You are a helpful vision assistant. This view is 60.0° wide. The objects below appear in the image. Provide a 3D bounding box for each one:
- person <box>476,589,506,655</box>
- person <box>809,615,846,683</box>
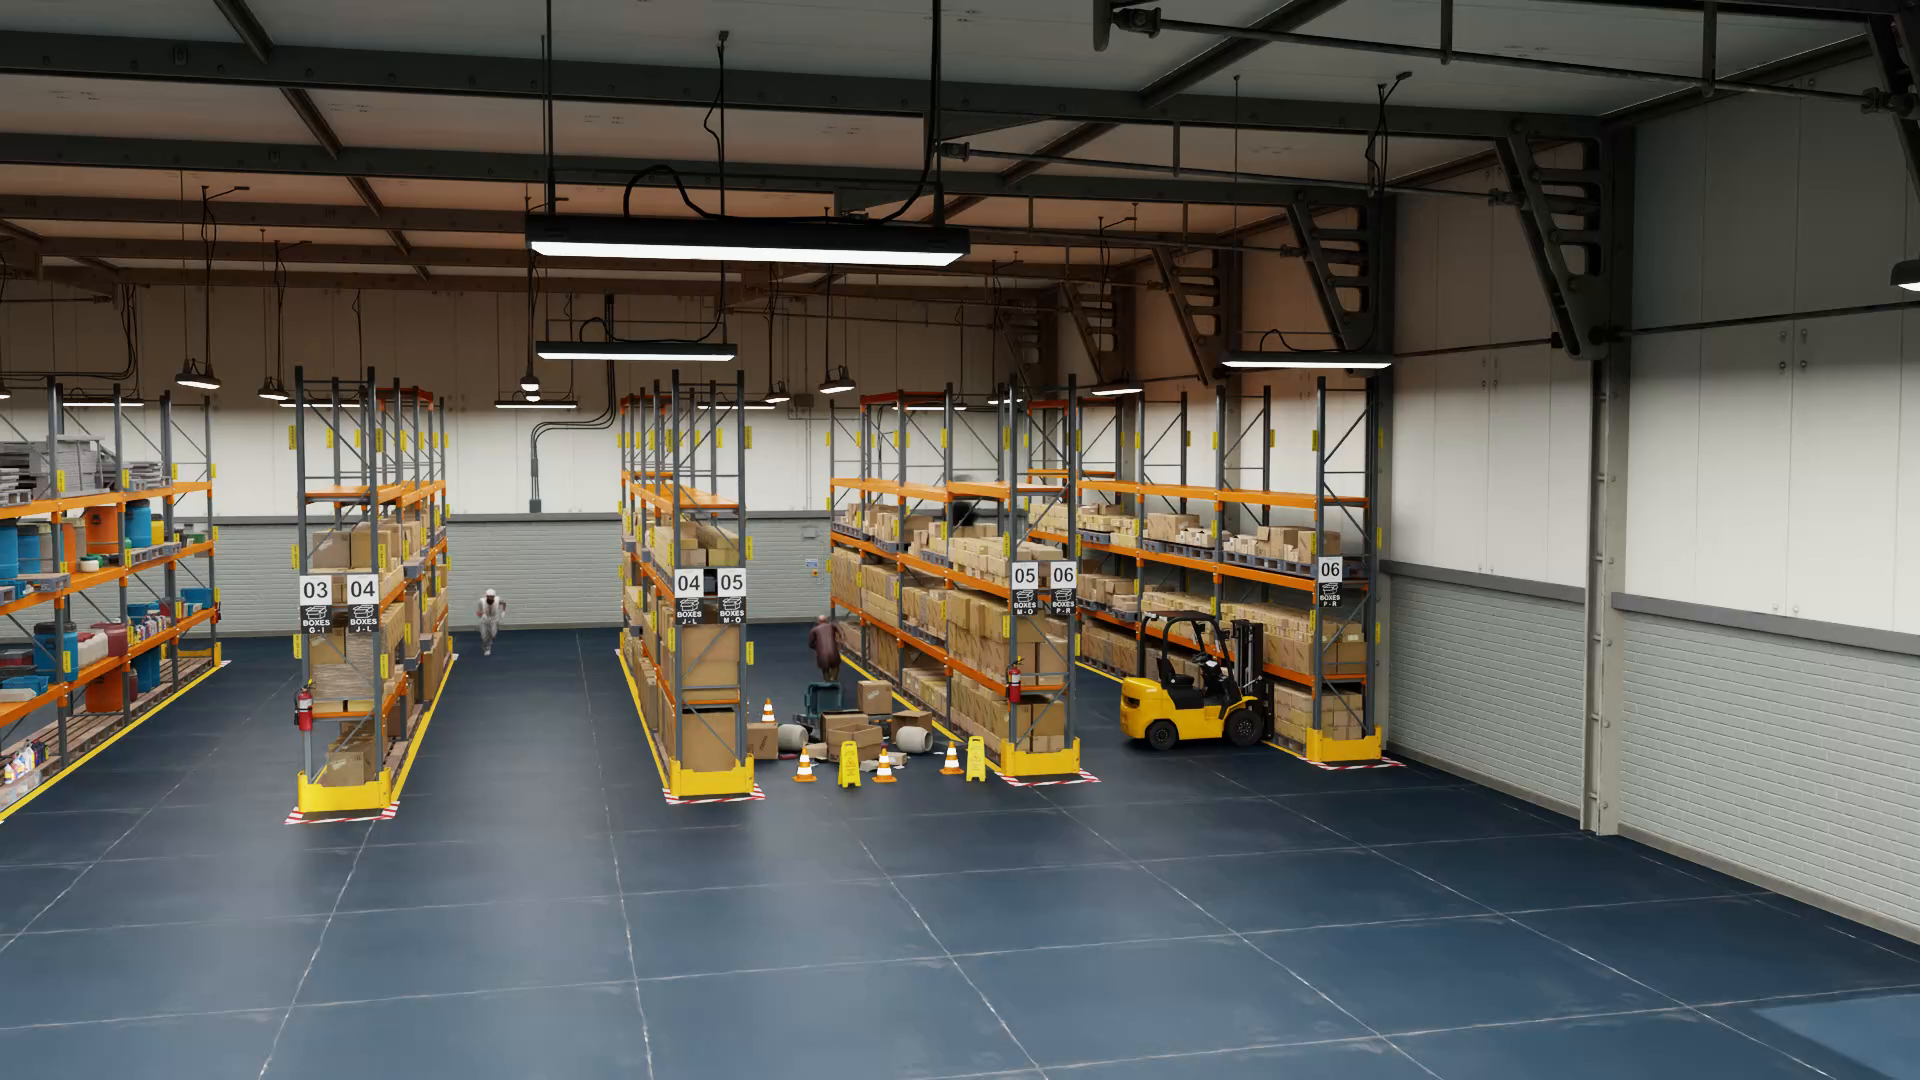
[{"bbox_3d":[-10.875,1.908,38.588,0.707,1.588,0.828,-1,4,-23],"label":"person"},{"bbox_3d":[-2.617,2.268,32.757,0.732,1.538,1.060,0,3,-4],"label":"person"}]
